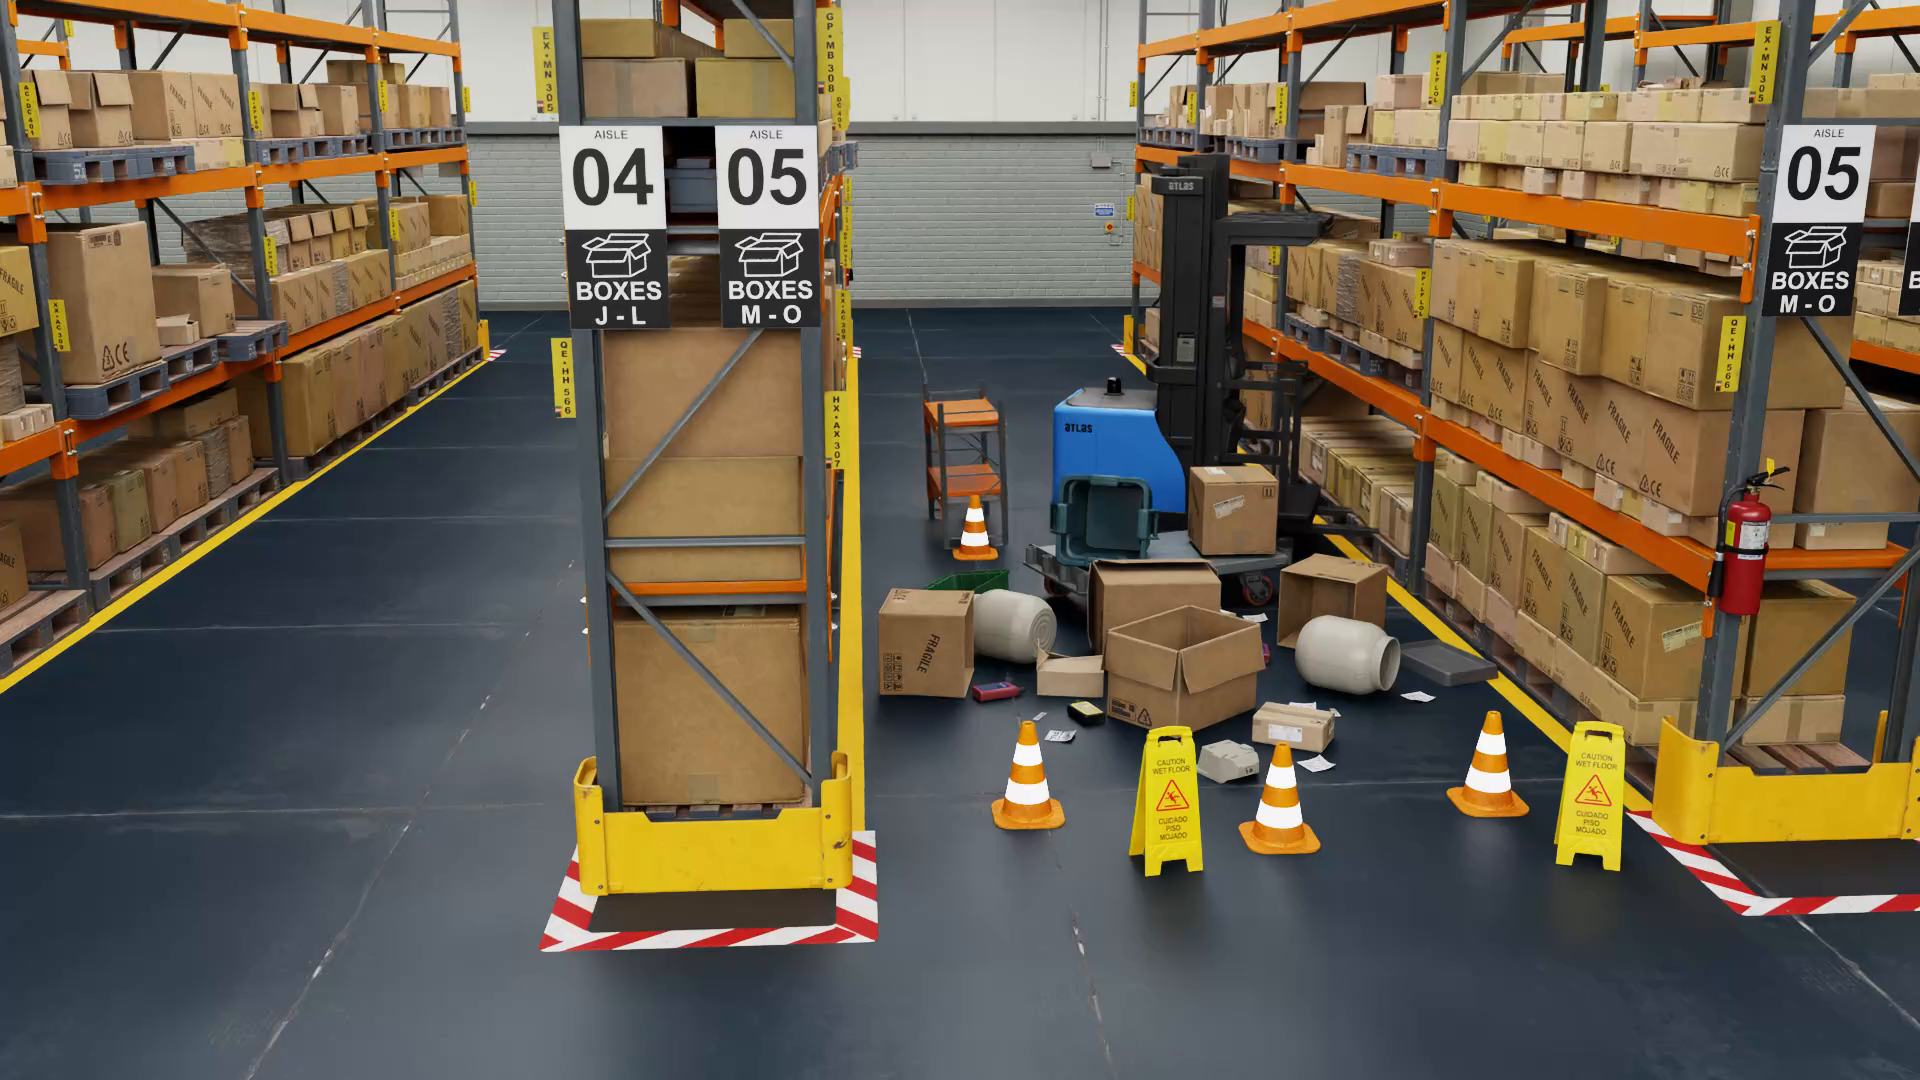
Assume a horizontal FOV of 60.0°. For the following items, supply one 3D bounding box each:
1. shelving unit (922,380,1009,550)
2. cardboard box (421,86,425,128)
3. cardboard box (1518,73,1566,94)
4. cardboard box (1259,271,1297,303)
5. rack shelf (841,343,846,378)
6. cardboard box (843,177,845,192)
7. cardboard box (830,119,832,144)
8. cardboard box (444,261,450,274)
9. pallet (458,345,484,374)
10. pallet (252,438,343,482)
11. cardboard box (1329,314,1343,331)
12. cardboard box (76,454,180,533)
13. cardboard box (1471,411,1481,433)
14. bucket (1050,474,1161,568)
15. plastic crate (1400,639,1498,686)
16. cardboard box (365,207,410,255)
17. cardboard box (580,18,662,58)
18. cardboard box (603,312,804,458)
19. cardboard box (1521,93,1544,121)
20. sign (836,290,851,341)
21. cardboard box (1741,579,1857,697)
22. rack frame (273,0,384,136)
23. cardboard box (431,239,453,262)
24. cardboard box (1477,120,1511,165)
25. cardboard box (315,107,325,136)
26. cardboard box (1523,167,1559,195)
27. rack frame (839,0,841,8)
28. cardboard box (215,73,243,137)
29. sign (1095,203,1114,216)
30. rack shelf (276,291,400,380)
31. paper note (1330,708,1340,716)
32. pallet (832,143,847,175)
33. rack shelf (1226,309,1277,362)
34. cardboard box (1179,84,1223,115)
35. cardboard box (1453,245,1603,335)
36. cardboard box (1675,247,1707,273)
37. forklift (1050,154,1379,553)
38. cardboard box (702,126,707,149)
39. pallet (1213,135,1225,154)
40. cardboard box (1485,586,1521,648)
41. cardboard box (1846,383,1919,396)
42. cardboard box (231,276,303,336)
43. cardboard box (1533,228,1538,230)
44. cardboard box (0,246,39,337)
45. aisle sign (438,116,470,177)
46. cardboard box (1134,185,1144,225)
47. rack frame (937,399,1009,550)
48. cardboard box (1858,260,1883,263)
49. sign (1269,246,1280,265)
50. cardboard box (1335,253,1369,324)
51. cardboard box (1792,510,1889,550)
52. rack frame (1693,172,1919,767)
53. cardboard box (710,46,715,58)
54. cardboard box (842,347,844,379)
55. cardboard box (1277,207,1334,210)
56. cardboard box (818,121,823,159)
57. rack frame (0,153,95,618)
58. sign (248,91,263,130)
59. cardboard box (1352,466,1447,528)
[{"bbox_3d":[0.038,-0.612,13.084,0.538,1.125,1.048,-4,14,-6],"label":"shelving unit"},{"bbox_3d":[-6.929,-5.271,20.229,0.700,0.500,0.500,-2,15,-7],"label":"cardboard box"},{"bbox_3d":[3.948,-3.186,11.824,0.500,0.250,0.500,-1,14,-5],"label":"cardboard box"},{"bbox_3d":[3.094,-2.366,15.499,0.500,0.250,0.500,-1,14,-4],"label":"cardboard box"},{"bbox_3d":[-1.433,-1.132,12.851,1.077,0.370,4.000,-1,14,-3],"label":"rack shelf"},{"bbox_3d":[-1.703,-4.279,20.834,0.500,0.500,0.500,0,14,-1],"label":"cardboard box"},{"bbox_3d":[-0.934,-2.354,9.595,0.380,0.149,0.250,-1,14,-3],"label":"cardboard box"},{"bbox_3d":[-6.577,-3.393,20.697,0.380,0.149,0.250,-1,14,-3],"label":"cardboard box"},{"bbox_3d":[-6.882,-2.368,21.807,1.003,0.211,1.213,-1,14,-3],"label":"pallet"},{"bbox_3d":[-6.487,-0.774,15.609,1.003,0.211,1.213,-1,14,-3],"label":"pallet"},{"bbox_3d":[3.256,-1.811,13.705,0.380,0.149,0.250,0,14,0],"label":"cardboard box"},{"bbox_3d":[-6.328,-0.346,12.483,0.700,0.500,0.500,-2,15,-8],"label":"cardboard box"},{"bbox_3d":[3.439,-0.752,10.435,0.380,0.149,0.250,-1,14,-4],"label":"cardboard box"},{"bbox_3d":[1.000,-0.136,11.054,0.726,0.611,0.620,4,5,16],"label":"bucket"},{"bbox_3d":[2.904,0.732,10.020,0.402,0.080,0.583,-6,16,-23],"label":"plastic crate"},{"bbox_3d":[-6.536,-3.479,18.728,0.500,0.500,0.500,-1,14,-3],"label":"cardboard box"},{"bbox_3d":[-1.421,-2.036,6.761,0.380,0.149,0.250,-1,14,-3],"label":"cardboard box"},{"bbox_3d":[-1.046,-0.677,7.170,0.875,0.550,0.550,-1,14,-3],"label":"cardboard box"},{"bbox_3d":[3.427,-2.462,9.460,0.380,0.149,0.250,-1,14,-5],"label":"cardboard box"},{"bbox_3d":[-0.755,-1.450,10.746,0.100,0.325,0.005,-1,14,-3],"label":"sign"},{"bbox_3d":[4.097,0.464,8.373,0.500,0.500,0.500,-1,14,-5],"label":"cardboard box"},{"bbox_3d":[-6.761,-5.827,17.614,1.000,3.000,0.127,-1,14,-3],"label":"rack frame"},{"bbox_3d":[-6.652,-3.619,20.775,0.500,0.250,0.500,-1,14,-5],"label":"cardboard box"},{"bbox_3d":[3.420,-2.367,9.891,0.500,0.250,0.500,-1,14,-4],"label":"cardboard box"},{"bbox_3d":[-6.783,-4.260,16.881,0.500,0.311,0.500,-1,14,-5],"label":"cardboard box"},{"bbox_3d":[3.392,-2.013,9.313,0.380,0.149,0.250,-1,14,-5],"label":"cardboard box"},{"bbox_3d":[-2.053,-6.873,21.680,1.000,3.000,0.127,-1,14,-3],"label":"rack frame"},{"bbox_3d":[-6.234,-3.555,13.600,0.500,0.500,0.500,-1,14,-2],"label":"cardboard box"},{"bbox_3d":[2.457,-5.617,28.294,0.327,0.218,0.001,-1,14,-3],"label":"sign"},{"bbox_3d":[-6.637,-2.076,16.518,1.077,0.370,4.000,-1,14,-3],"label":"rack shelf"},{"bbox_3d":[2.091,0.961,9.272,0.032,0.001,0.123,-1,14,-3],"label":"paper note"},{"bbox_3d":[-1.392,-2.902,12.645,1.003,0.211,1.213,0,14,-1],"label":"pallet"},{"bbox_3d":[3.254,-2.229,17.112,1.077,0.370,4.000,-1,14,-3],"label":"rack shelf"},{"bbox_3d":[3.014,-5.164,19.806,0.797,0.503,0.637,0,14,1],"label":"cardboard box"},{"bbox_3d":[3.446,-1.521,10.116,0.700,0.500,0.500,-1,14,-3],"label":"cardboard box"},{"bbox_3d":[7.971,-2.956,17.452,0.700,0.500,0.500,-1,14,-4],"label":"cardboard box"},{"bbox_3d":[2.278,-1.414,12.641,3.031,2.935,1.130,4,15,16],"label":"forklift"},{"bbox_3d":[-1.545,-2.154,8.818,0.380,0.149,0.250,-1,14,-3],"label":"cardboard box"},{"bbox_3d":[3.236,-4.207,17.723,0.805,0.209,1.217,-1,15,-6],"label":"pallet"},{"bbox_3d":[3.472,0.459,9.899,0.500,0.250,0.500,-1,14,-4],"label":"cardboard box"},{"bbox_3d":[8.356,-1.055,15.031,0.875,0.625,0.625,0,14,-2],"label":"cardboard box"},{"bbox_3d":[-6.272,-2.100,14.969,0.500,0.500,0.500,0,14,-2],"label":"cardboard box"},{"bbox_3d":[8.129,-4.108,22.677,0.500,0.250,0.500,0,14,-2],"label":"cardboard box"},{"bbox_3d":[-5.963,-1.501,10.036,0.500,0.500,0.500,-1,14,-3],"label":"cardboard box"},{"bbox_3d":[-6.714,-5.198,21.991,0.394,0.787,0.004,-1,14,-3],"label":"aisle sign"},{"bbox_3d":[2.627,-4.478,22.204,0.500,0.500,0.500,-1,14,-5],"label":"cardboard box"},{"bbox_3d":[0.102,-0.491,12.595,0.500,1.125,0.032,-4,14,-6],"label":"rack frame"},{"bbox_3d":[8.057,-2.436,14.972,0.380,0.149,0.250,0,14,-2],"label":"cardboard box"},{"bbox_3d":[2.824,-2.631,14.909,0.100,0.325,0.005,-1,14,-3],"label":"sign"},{"bbox_3d":[3.276,-1.974,13.039,0.500,0.500,0.500,-1,14,-6],"label":"cardboard box"},{"bbox_3d":[4.059,-0.056,7.729,0.380,0.149,0.250,-1,14,-3],"label":"cardboard box"},{"bbox_3d":[3.873,-0.090,7.357,1.000,3.000,0.127,-1,14,-3],"label":"rack frame"},{"bbox_3d":[-1.593,-2.730,9.458,0.380,0.149,0.250,-1,14,-4],"label":"cardboard box"},{"bbox_3d":[-1.407,-1.759,16.511,0.500,0.250,0.500,-1,14,-3],"label":"cardboard box"},{"bbox_3d":[3.506,-3.116,16.912,0.500,0.500,0.500,-1,14,-3],"label":"cardboard box"},{"bbox_3d":[-0.762,-1.662,6.906,0.380,0.149,0.250,-1,14,-3],"label":"cardboard box"},{"bbox_3d":[-6.266,-0.932,10.629,1.000,3.000,0.127,-1,14,-3],"label":"rack frame"},{"bbox_3d":[-5.972,-3.638,14.087,0.100,0.325,0.005,-1,14,-3],"label":"sign"},{"bbox_3d":[3.542,-0.325,12.700,0.950,0.372,0.625,0,14,0],"label":"cardboard box"}]
